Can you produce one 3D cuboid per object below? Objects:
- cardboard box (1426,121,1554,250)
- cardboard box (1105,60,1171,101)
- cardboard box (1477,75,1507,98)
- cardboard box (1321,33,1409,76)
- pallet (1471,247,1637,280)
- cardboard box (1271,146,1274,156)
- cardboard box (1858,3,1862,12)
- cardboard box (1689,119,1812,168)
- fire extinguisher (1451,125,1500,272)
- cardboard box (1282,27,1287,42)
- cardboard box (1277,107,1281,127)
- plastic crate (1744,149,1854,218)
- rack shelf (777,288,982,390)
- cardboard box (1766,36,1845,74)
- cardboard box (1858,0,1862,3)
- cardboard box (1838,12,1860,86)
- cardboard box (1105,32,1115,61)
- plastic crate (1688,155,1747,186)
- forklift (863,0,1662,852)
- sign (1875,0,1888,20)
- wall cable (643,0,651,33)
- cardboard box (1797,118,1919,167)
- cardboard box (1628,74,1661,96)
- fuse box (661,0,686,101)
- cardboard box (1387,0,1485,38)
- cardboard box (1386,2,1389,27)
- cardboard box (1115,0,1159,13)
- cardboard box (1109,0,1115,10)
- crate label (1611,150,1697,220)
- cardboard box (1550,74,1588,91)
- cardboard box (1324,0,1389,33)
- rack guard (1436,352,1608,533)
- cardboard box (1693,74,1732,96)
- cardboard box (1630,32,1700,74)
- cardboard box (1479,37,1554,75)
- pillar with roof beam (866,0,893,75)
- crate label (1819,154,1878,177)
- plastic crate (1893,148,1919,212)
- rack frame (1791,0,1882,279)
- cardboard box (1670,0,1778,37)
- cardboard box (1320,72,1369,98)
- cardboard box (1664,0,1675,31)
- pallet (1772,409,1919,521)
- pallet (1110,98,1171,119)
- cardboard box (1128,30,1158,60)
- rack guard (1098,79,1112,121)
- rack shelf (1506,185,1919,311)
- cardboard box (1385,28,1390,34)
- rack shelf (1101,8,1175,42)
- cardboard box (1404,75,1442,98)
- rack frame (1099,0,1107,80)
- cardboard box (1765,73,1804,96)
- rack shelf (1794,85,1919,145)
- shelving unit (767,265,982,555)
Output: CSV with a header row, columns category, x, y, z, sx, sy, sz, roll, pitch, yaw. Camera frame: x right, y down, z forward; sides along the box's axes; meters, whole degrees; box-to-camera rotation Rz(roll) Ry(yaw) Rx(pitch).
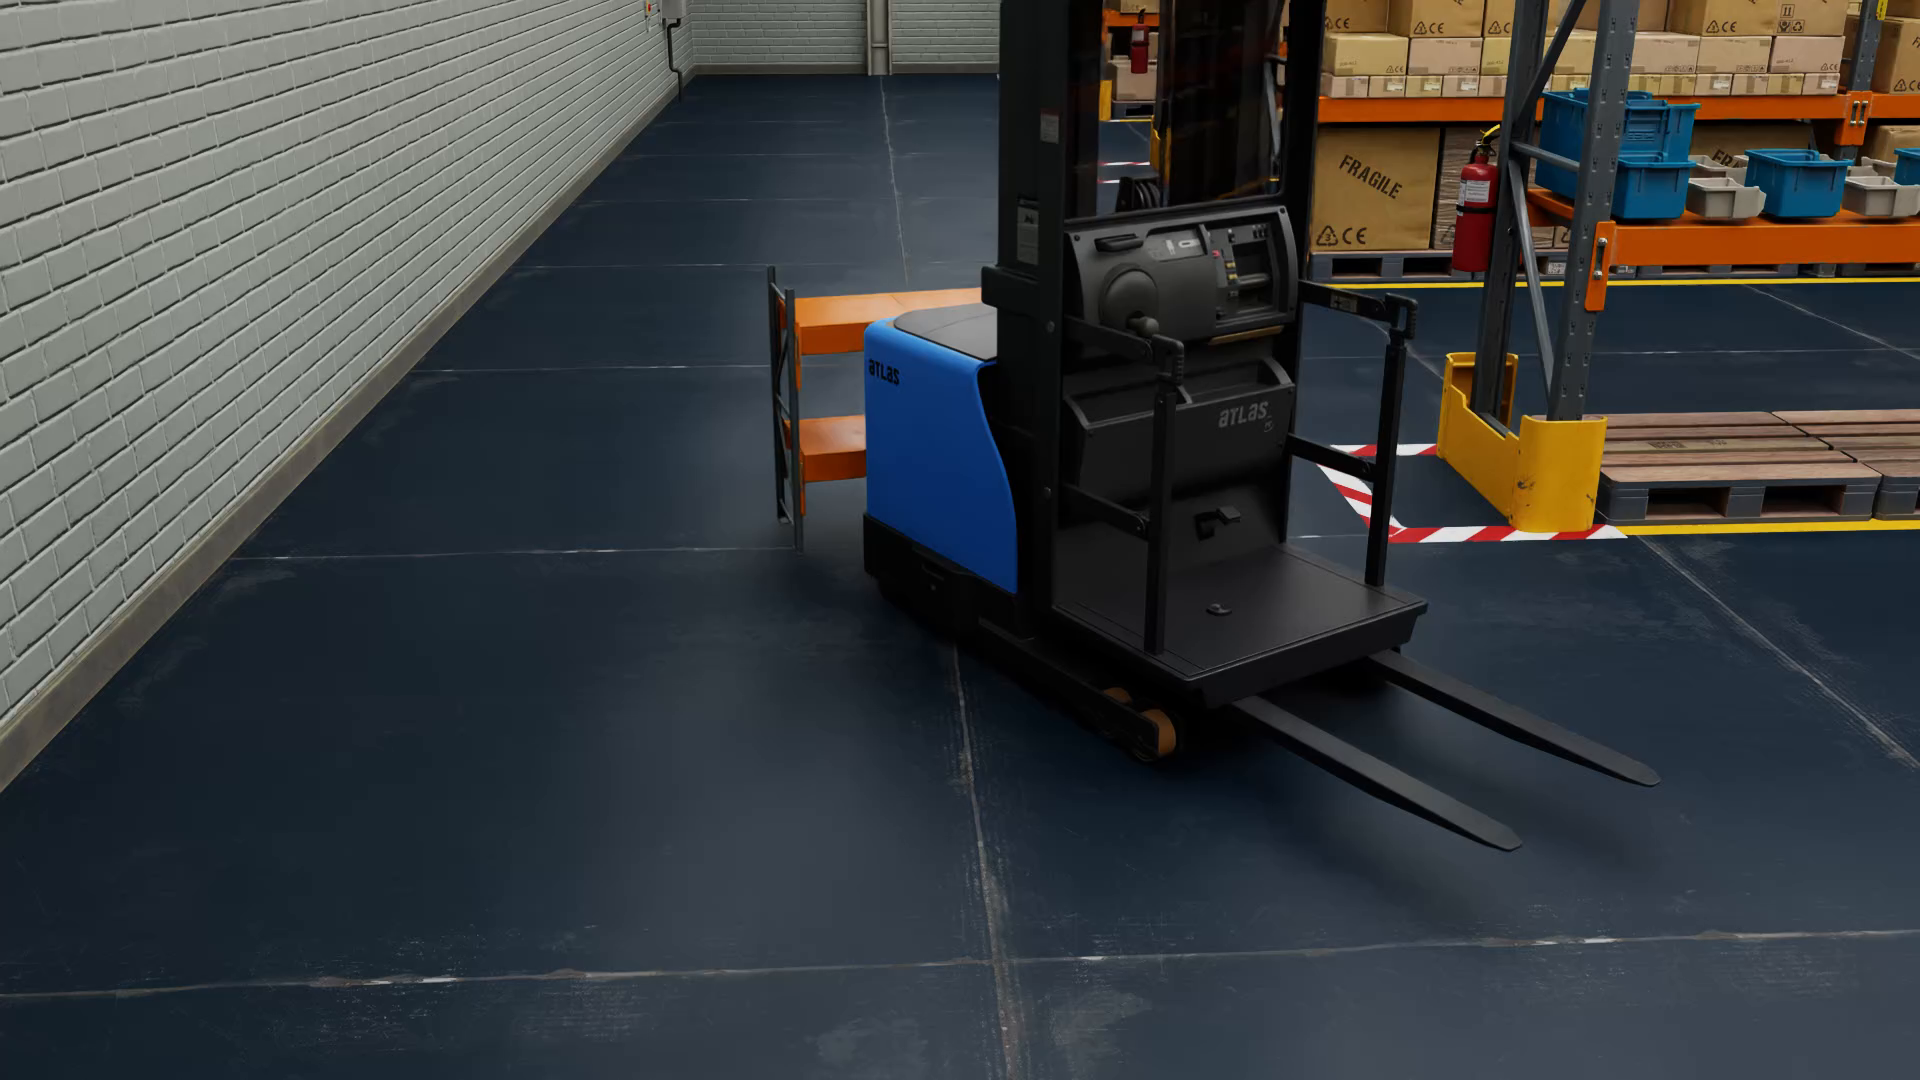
category,x,y,z,sx,sy,sz,roll,pitch,yaw
cardboard box,3.842,-2.670,12.314,0.875,0.875,0.875,-1,21,-3
cardboard box,2.387,-5.975,21.609,0.875,0.438,0.875,-2,21,-5
cardboard box,3.698,-3.201,11.665,0.250,0.149,0.380,-2,21,-4
cardboard box,2.794,-3.389,11.601,0.500,0.250,0.500,-2,21,-4
pallet,4.308,-2.171,12.527,1.213,0.211,1.003,-1,21,-3
cardboard box,3.163,-3.973,16.758,0.250,0.149,0.380,-1,21,-2
cardboard box,8.884,-5.225,16.392,0.250,0.149,0.380,-1,21,-4
cardboard box,5.629,-2.706,12.409,0.875,0.875,0.875,-1,21,-3
fire extinguisher,2.406,-1.595,7.728,0.183,0.674,0.296,-1,21,-3
cardboard box,3.234,-5.004,16.401,0.250,0.149,0.380,0,21,-1
cardboard box,3.187,-4.210,16.545,0.250,0.149,0.380,-1,21,-3
plastic crate,3.505,-1.498,6.992,0.300,0.233,0.416,-1,21,-3
rack shelf,-0.244,-0.870,7.002,1.000,0.278,0.538,-6,22,-14
cardboard box,5.867,-3.455,11.772,0.500,0.250,0.500,-2,21,-4
cardboard box,8.858,-5.362,16.334,0.250,0.149,0.380,-1,21,-3
cardboard box,6.744,-3.641,12.328,0.500,0.500,0.500,-1,21,-3
cardboard box,2.063,-7.699,26.044,0.637,0.503,0.797,-2,21,-5
plastic crate,3.386,-1.633,7.480,0.243,0.136,0.396,-1,21,-3
forklift,0.863,-0.860,5.260,1.130,2.935,3.031,-14,25,-32
sign,6.326,-3.732,11.381,0.005,0.325,0.100,-1,21,-3
wall cable,-3.895,-7.294,20.590,0.123,1.953,0.585,-1,21,-3
cardboard box,6.931,-2.711,12.423,0.875,0.875,1.225,-1,21,-3
cardboard box,4.724,-3.222,11.720,0.250,0.149,0.380,-1,21,-4
fuse box,-3.869,-6.951,22.974,0.414,1.711,0.539,-1,21,-3
cardboard box,3.293,-3.750,11.494,0.500,0.500,0.500,-2,21,-4
cardboard box,4.112,-5.305,16.281,0.500,0.500,0.500,-2,21,-4
cardboard box,2.229,-6.881,20.839,0.500,0.500,0.500,-1,21,-3
cardboard box,2.200,-7.078,21.354,0.500,0.500,0.500,-1,21,-3
crate label,2.847,-1.485,6.957,0.303,0.233,0.416,-1,21,-3
cardboard box,4.208,-3.211,11.692,0.250,0.149,0.380,-2,21,-4
cardboard box,2.771,-3.929,11.965,0.500,0.500,0.500,-1,21,-2
rack guard,2.559,-0.474,7.663,0.348,0.500,1.175,-1,21,-3
cardboard box,5.237,-3.232,11.748,0.250,0.149,0.380,-1,21,-2
cardboard box,4.841,-3.433,11.714,0.500,0.250,0.500,-1,21,-2
cardboard box,3.814,-3.411,11.658,0.500,0.250,0.500,-2,21,-5
pillar with roof beam,-1.051,-10.230,21.343,0.400,9.000,9.100,-1,21,-3
crate label,3.953,-1.648,7.520,0.243,0.136,0.396,-1,21,-3
plastic crate,4.162,-1.512,7.027,0.300,0.233,0.416,-1,21,-3
rack frame,6.293,-3.488,12.066,0.127,3.000,1.000,-1,21,-3
cardboard box,5.349,-3.794,11.610,0.500,0.500,0.500,-1,21,-2
cardboard box,2.673,-3.179,11.609,0.250,0.149,0.380,-1,21,-2
cardboard box,5.308,-3.981,12.101,0.500,0.500,0.500,-1,21,-3
pallet,4.623,-0.371,7.798,1.213,0.211,1.003,-1,21,-3
pallet,2.527,-5.668,21.711,1.213,0.211,1.003,-1,21,-3
cardboard box,2.918,-7.701,26.054,0.500,0.500,0.700,0,21,-1
rack guard,1.710,-5.758,21.543,0.348,0.500,1.175,-1,21,-3
rack shelf,4.579,-1.352,7.466,4.000,0.370,1.077,-1,21,-3
cardboard box,3.274,-3.590,12.127,0.500,0.250,0.500,-2,21,-4
rack shelf,3.730,-6.631,21.334,4.000,0.370,1.077,-1,21,-3
cardboard box,3.184,-3.190,11.638,0.250,0.149,0.380,-2,21,-4
rack frame,1.734,-6.927,21.099,0.127,3.000,1.000,-1,21,-3
cardboard box,5.750,-3.243,11.775,0.250,0.149,0.380,-1,21,-2
rack shelf,8.290,-3.192,12.301,4.000,0.370,1.077,-1,21,-3
shelving unit,-0.244,-0.596,7.106,1.048,1.125,0.538,-6,22,-14
